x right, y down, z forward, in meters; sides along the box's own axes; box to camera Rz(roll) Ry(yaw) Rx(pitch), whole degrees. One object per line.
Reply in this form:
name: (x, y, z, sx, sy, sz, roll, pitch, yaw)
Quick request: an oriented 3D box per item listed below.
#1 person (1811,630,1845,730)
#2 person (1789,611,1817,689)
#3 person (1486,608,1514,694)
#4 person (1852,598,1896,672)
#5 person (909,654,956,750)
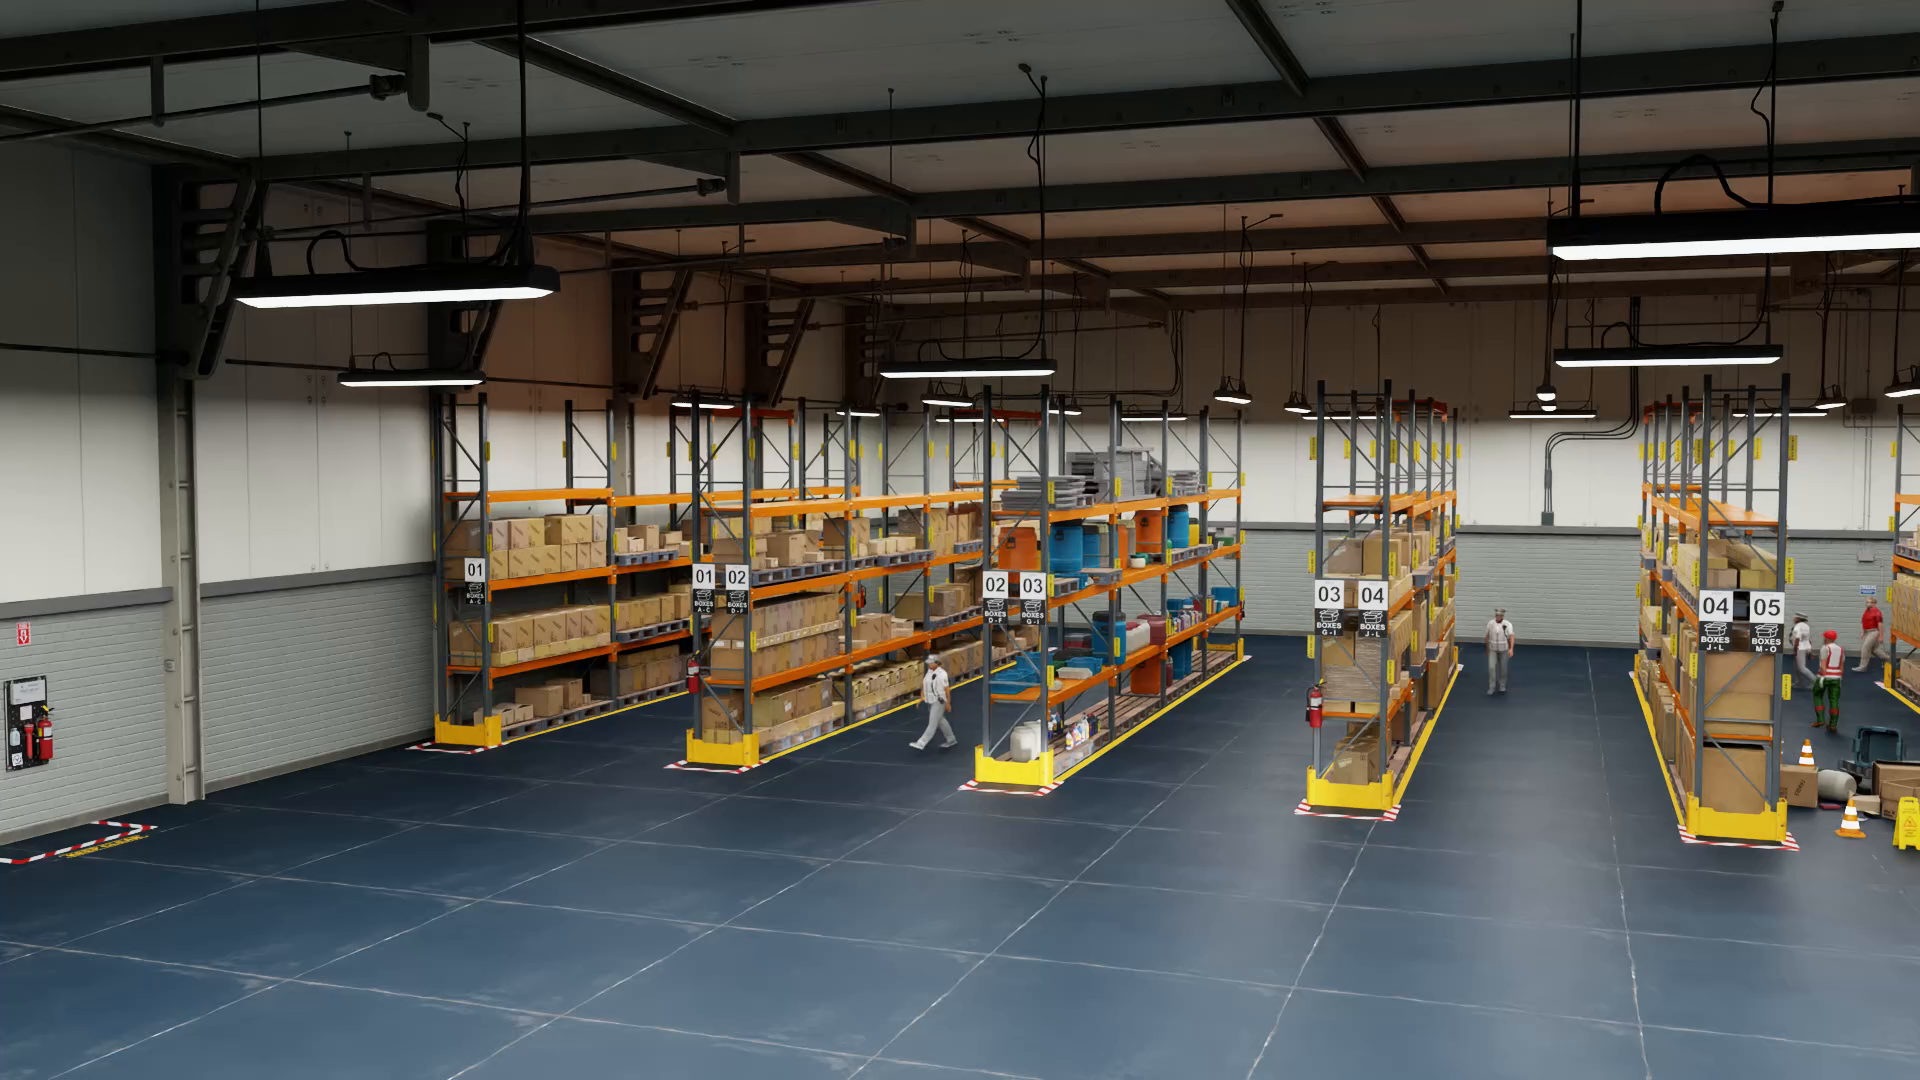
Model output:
person: (15.681, 2.526, 29.925, 0.509, 1.807, 0.542, 0, 3, 9)
person: (17.707, 2.326, 34.836, 0.541, 1.617, 0.865, -1, 3, -26)
person: (11.187, 2.295, 34.490, 0.580, 1.764, 0.679, 1, 3, 23)
person: (20.722, 2.142, 37.691, 0.990, 1.683, 0.544, 0, 3, 9)
person: (-0.474, 2.704, 27.779, 1.060, 1.602, 0.503, -2, 4, -31)
